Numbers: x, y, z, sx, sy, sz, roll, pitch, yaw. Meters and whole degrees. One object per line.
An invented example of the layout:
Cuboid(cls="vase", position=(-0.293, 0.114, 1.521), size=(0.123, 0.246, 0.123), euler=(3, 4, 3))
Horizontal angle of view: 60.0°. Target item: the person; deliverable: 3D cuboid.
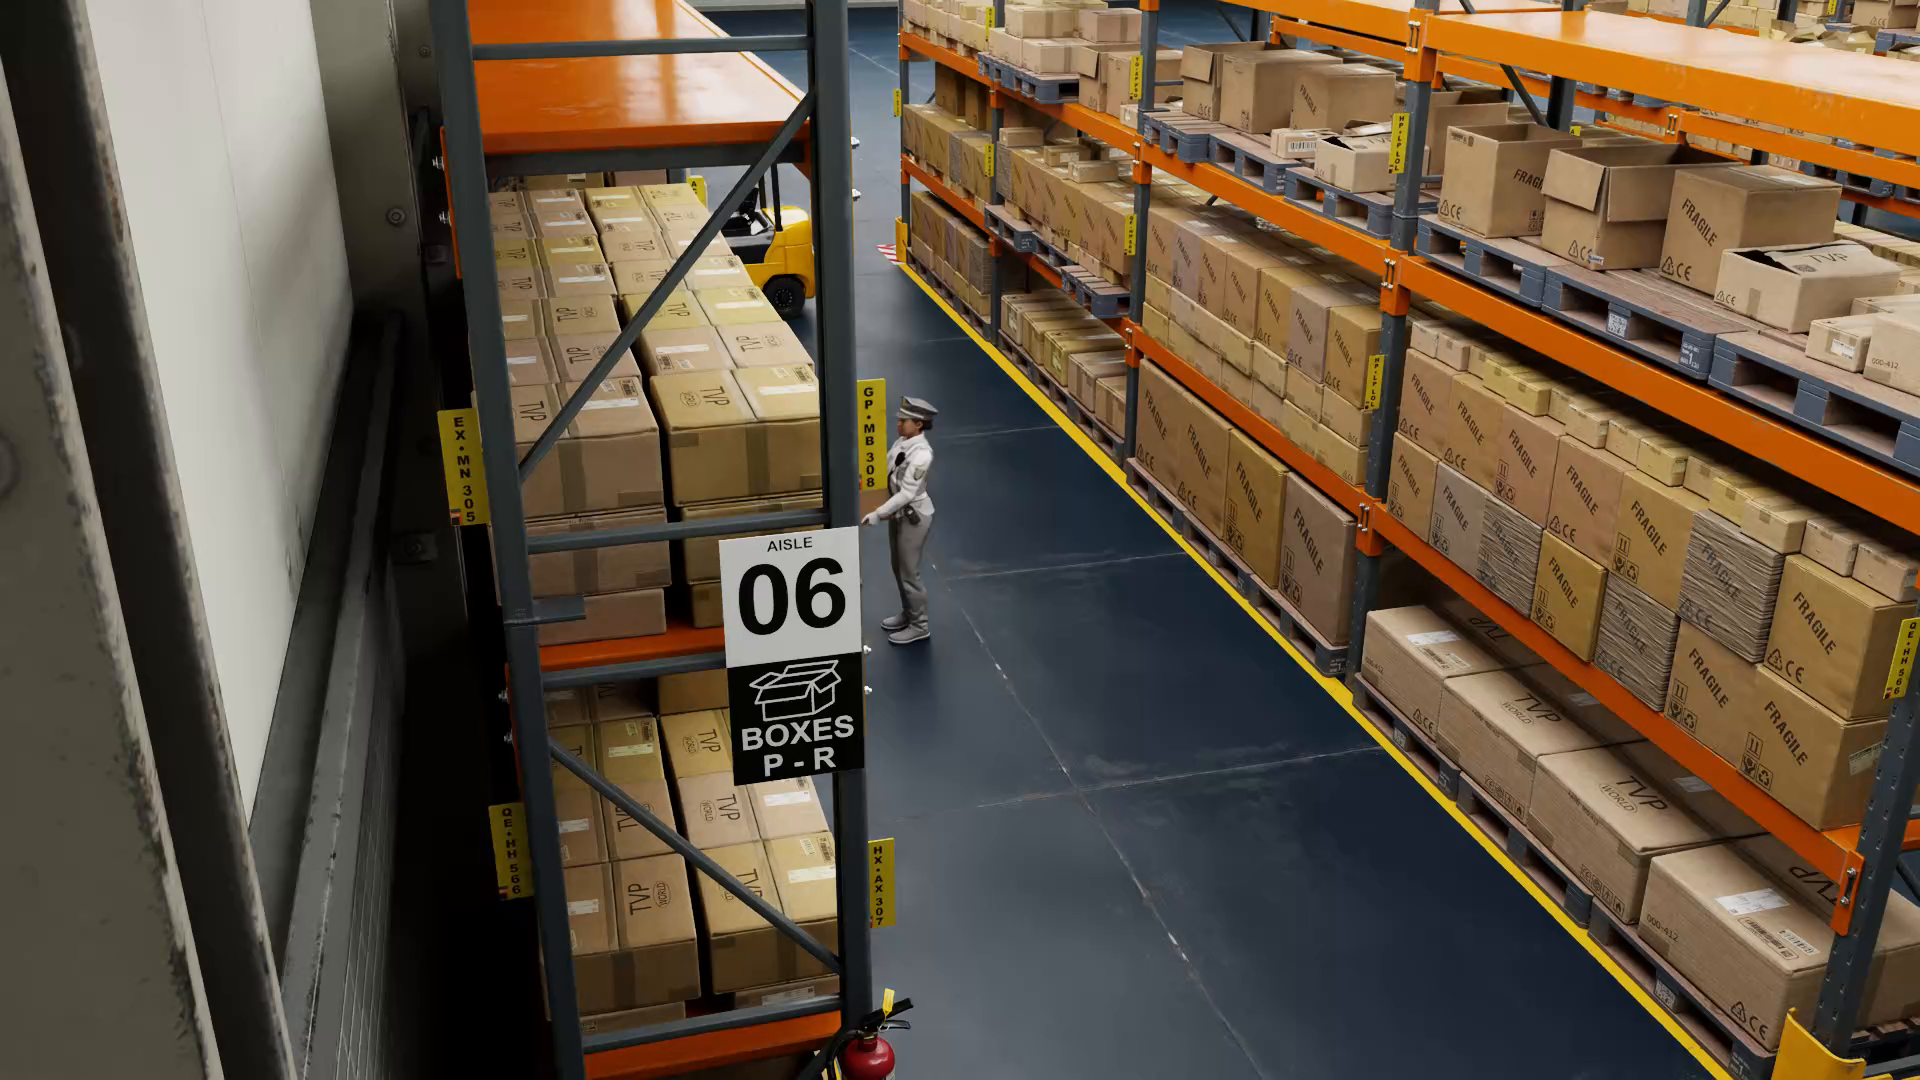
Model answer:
Cuboid(cls="person", position=(1.983, -1.695, 13.925), size=(6.880, 2.202, 5.657), euler=(-6, 24, -14))
